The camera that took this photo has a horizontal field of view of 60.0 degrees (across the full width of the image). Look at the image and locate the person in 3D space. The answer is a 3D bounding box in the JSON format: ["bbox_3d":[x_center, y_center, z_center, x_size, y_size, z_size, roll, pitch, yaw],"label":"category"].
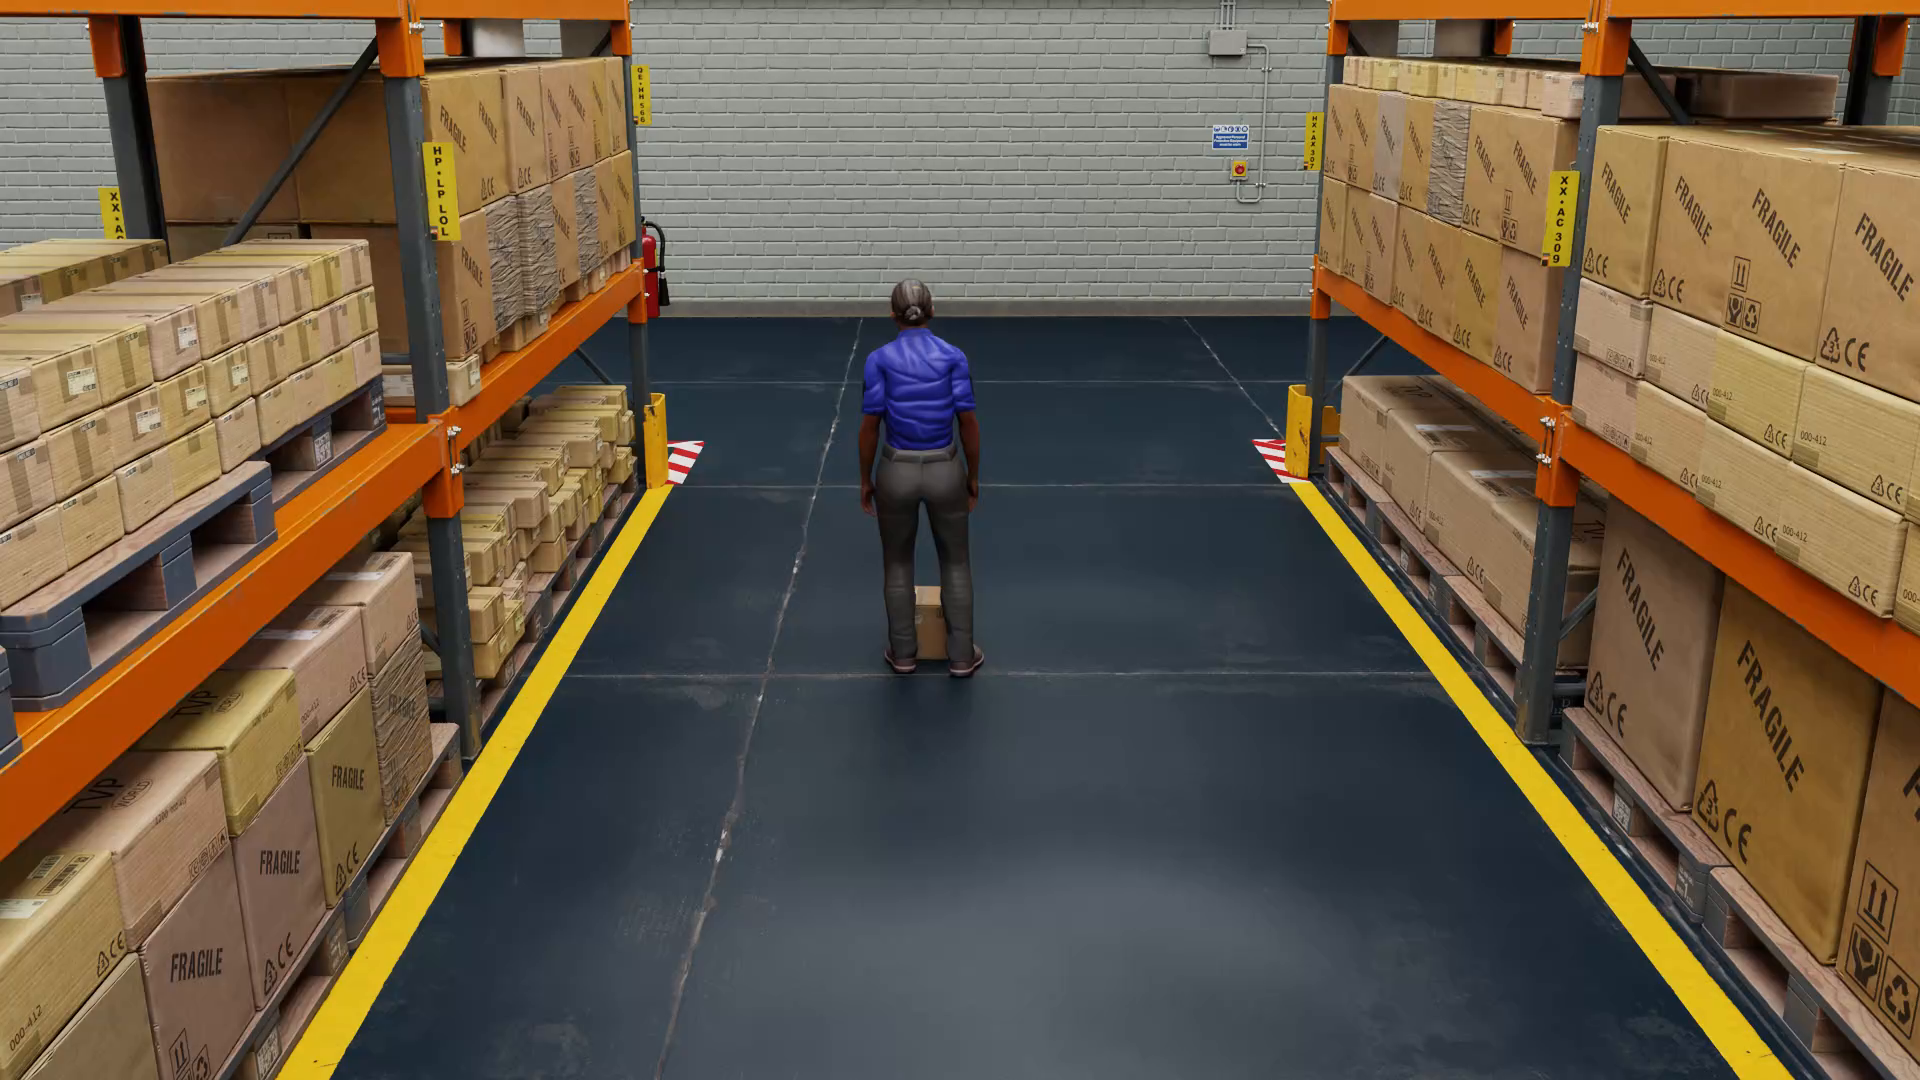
[{"bbox_3d":[-0.155,-0.247,6.854,0.525,1.653,0.402,-1,17,-4],"label":"person"}]
